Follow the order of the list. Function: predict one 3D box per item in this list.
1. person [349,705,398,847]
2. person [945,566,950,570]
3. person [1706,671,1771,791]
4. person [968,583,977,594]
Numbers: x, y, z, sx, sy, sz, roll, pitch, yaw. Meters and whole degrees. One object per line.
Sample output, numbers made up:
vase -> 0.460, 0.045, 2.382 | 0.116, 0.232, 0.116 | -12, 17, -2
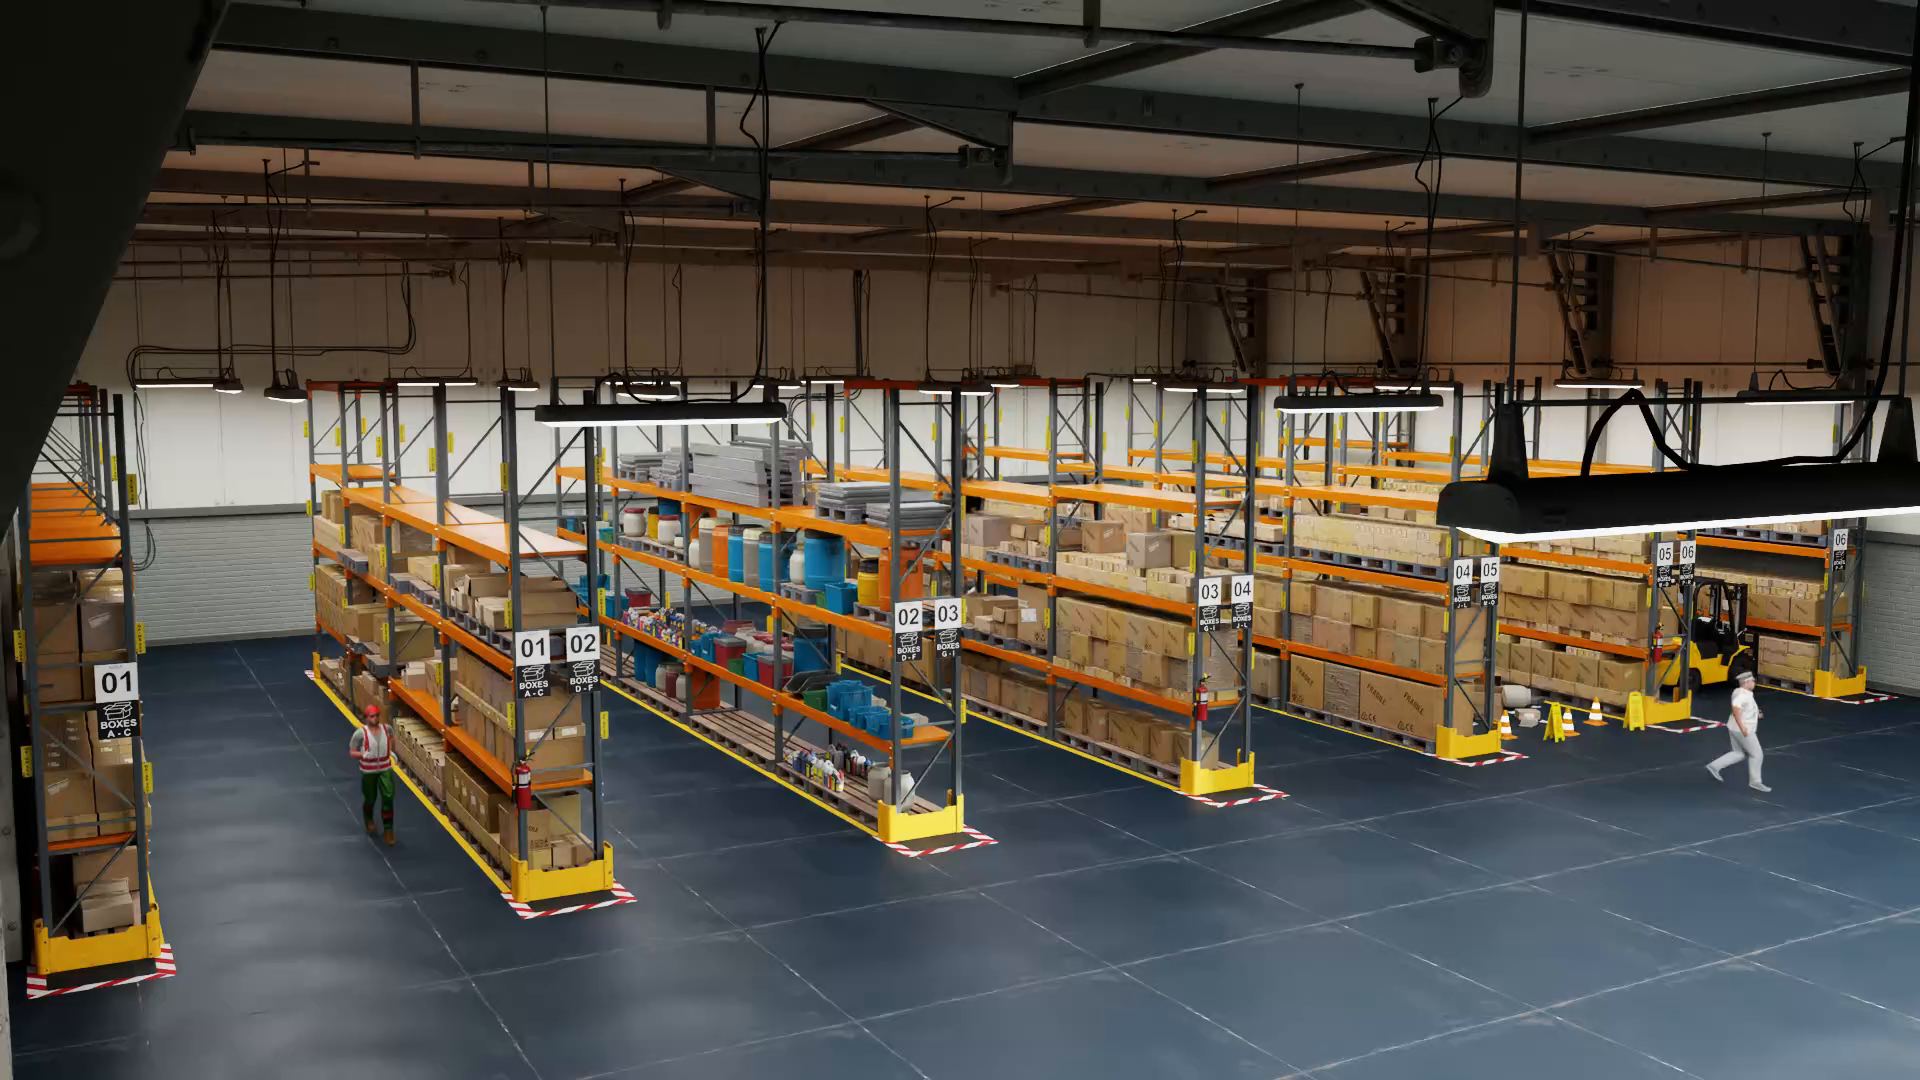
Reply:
person -> -7.765, 3.087, 22.069 | 0.642, 1.833, 0.893 | -4, 7, -32
person -> -0.375, 1.399, 38.841 | 0.594, 1.613, 0.514 | -4, 7, -34
person -> 11.629, 2.835, 24.751 | 0.893, 1.793, 0.690 | 1, 6, 11
person -> 0.317, 1.599, 37.590 | 0.539, 1.547, 0.805 | -4, 8, -36
